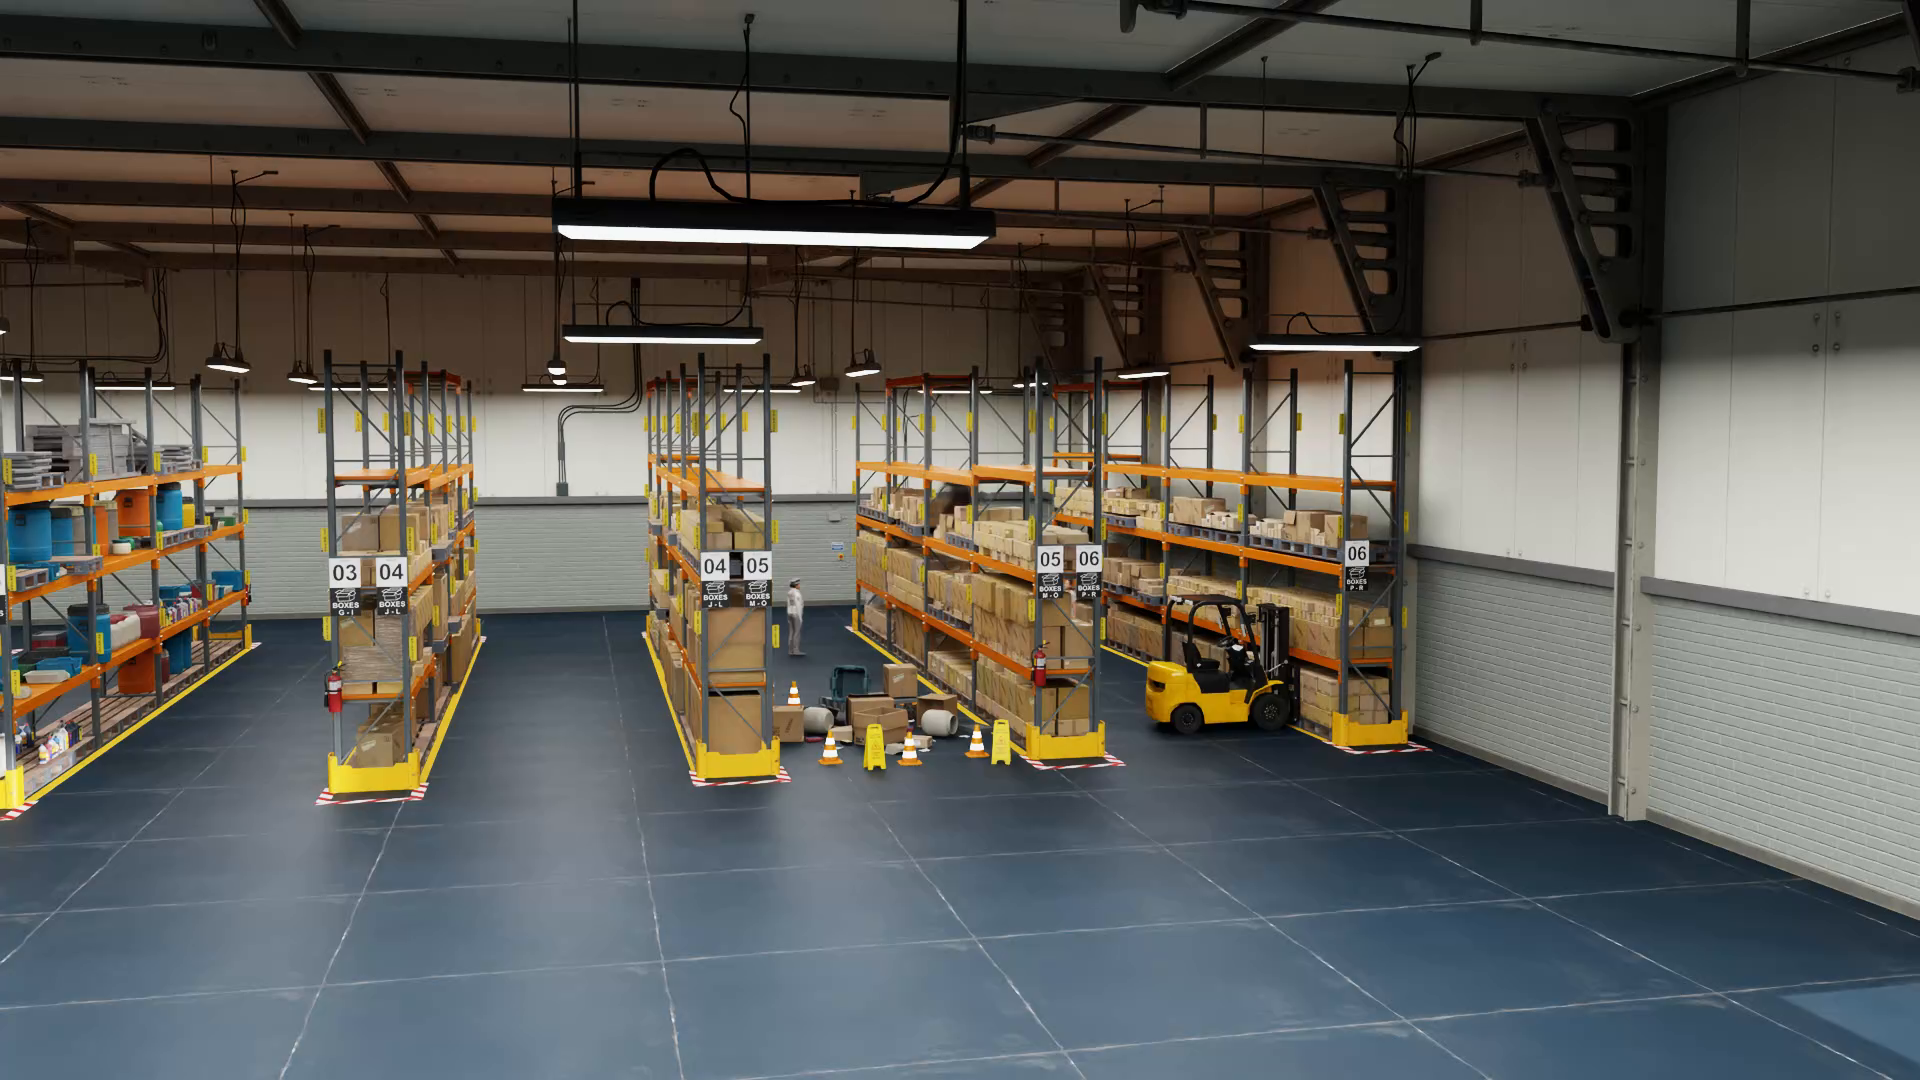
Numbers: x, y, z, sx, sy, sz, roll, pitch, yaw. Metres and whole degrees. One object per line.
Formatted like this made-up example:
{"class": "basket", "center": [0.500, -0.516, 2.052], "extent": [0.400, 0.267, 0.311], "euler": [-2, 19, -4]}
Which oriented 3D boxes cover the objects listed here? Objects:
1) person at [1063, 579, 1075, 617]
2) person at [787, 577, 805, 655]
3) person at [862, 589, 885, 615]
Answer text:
{"class": "person", "center": [2.264, 1.672, 36.090], "extent": [0.622, 1.660, 0.525], "euler": [-1, 4, -14]}
{"class": "person", "center": [-3.556, 1.650, 36.049], "extent": [0.339, 1.688, 0.550], "euler": [-3, 5, -38]}
{"class": "person", "center": [-2.194, 1.202, 41.966], "extent": [0.619, 1.727, 0.975], "euler": [2, 5, 29]}
